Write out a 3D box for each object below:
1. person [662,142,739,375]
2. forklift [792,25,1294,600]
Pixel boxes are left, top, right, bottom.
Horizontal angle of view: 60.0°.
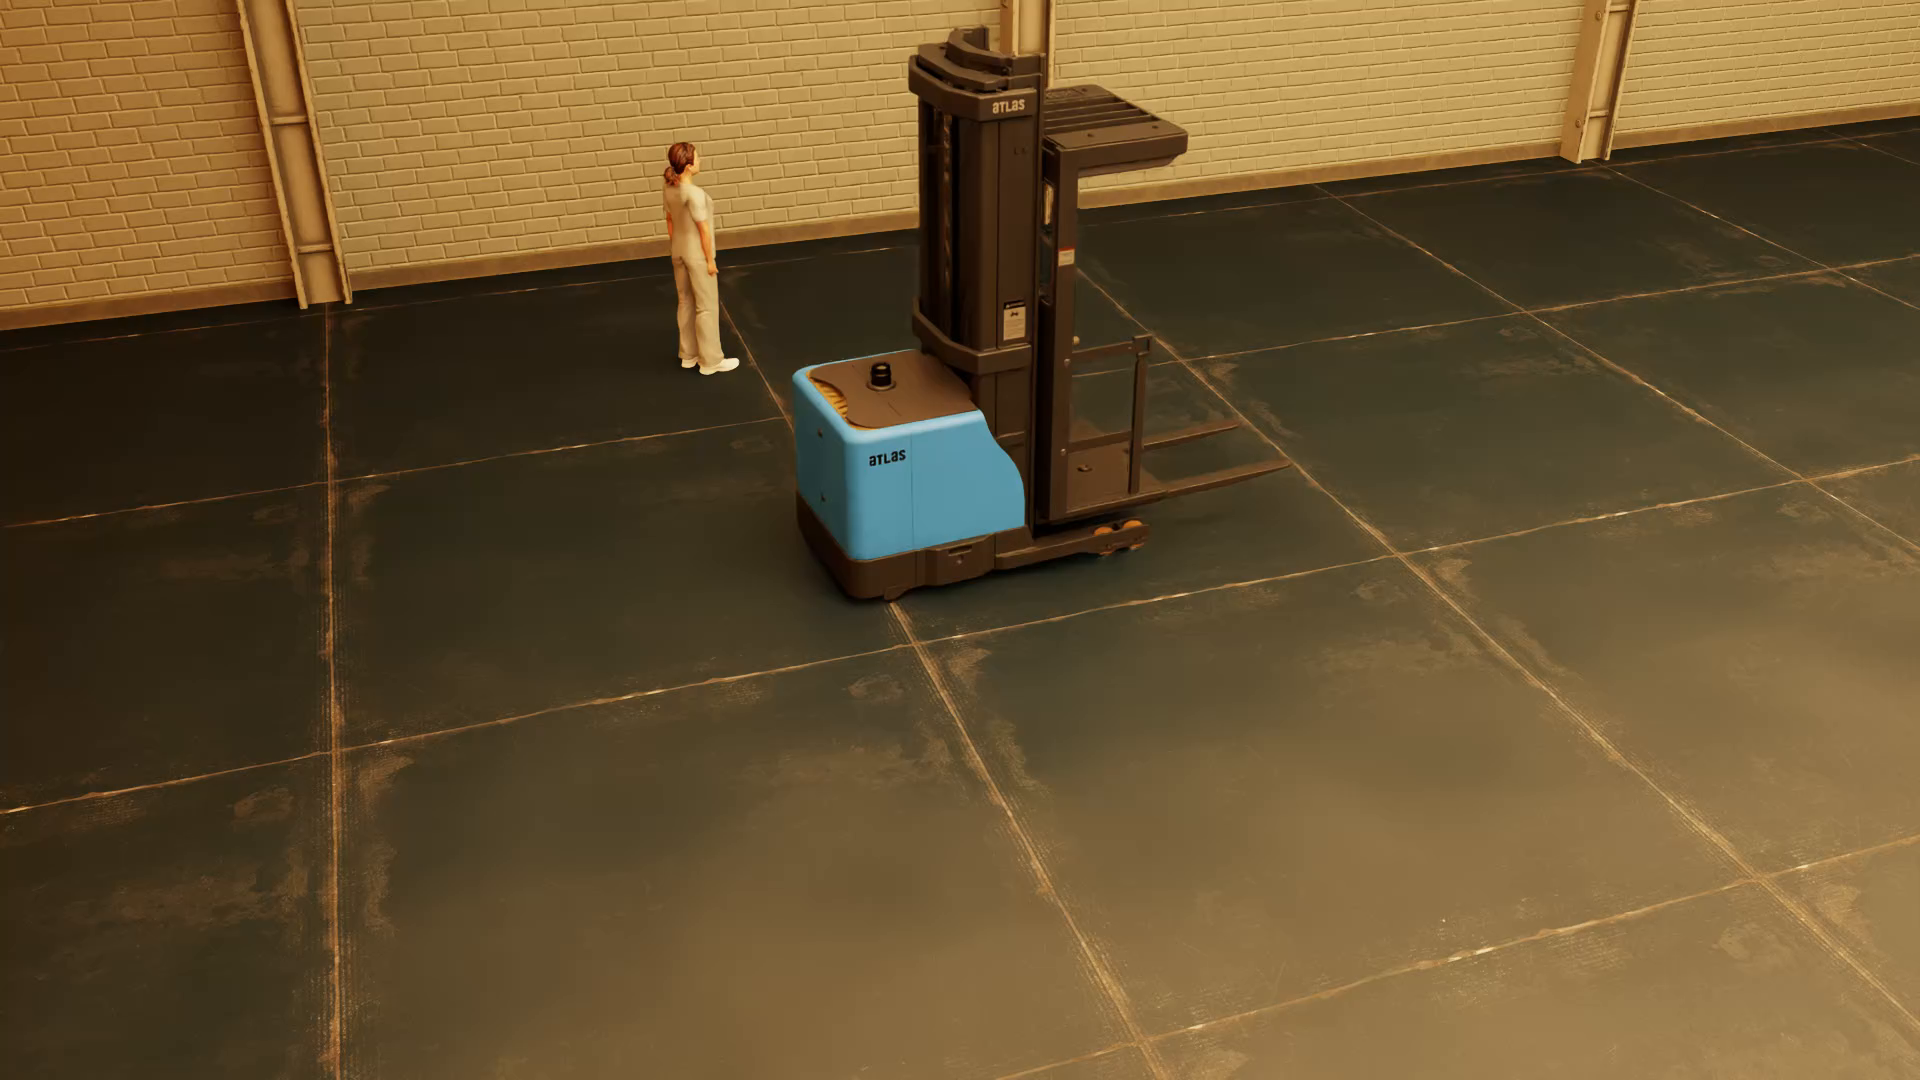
[{"bbox_3d":[-1.890,-2.009,11.842,0.431,1.672,0.371,26,39,37],"label":"person"},{"bbox_3d":[0.578,-1.407,9.533,3.031,2.935,1.130,-12,32,-20],"label":"forklift"}]
